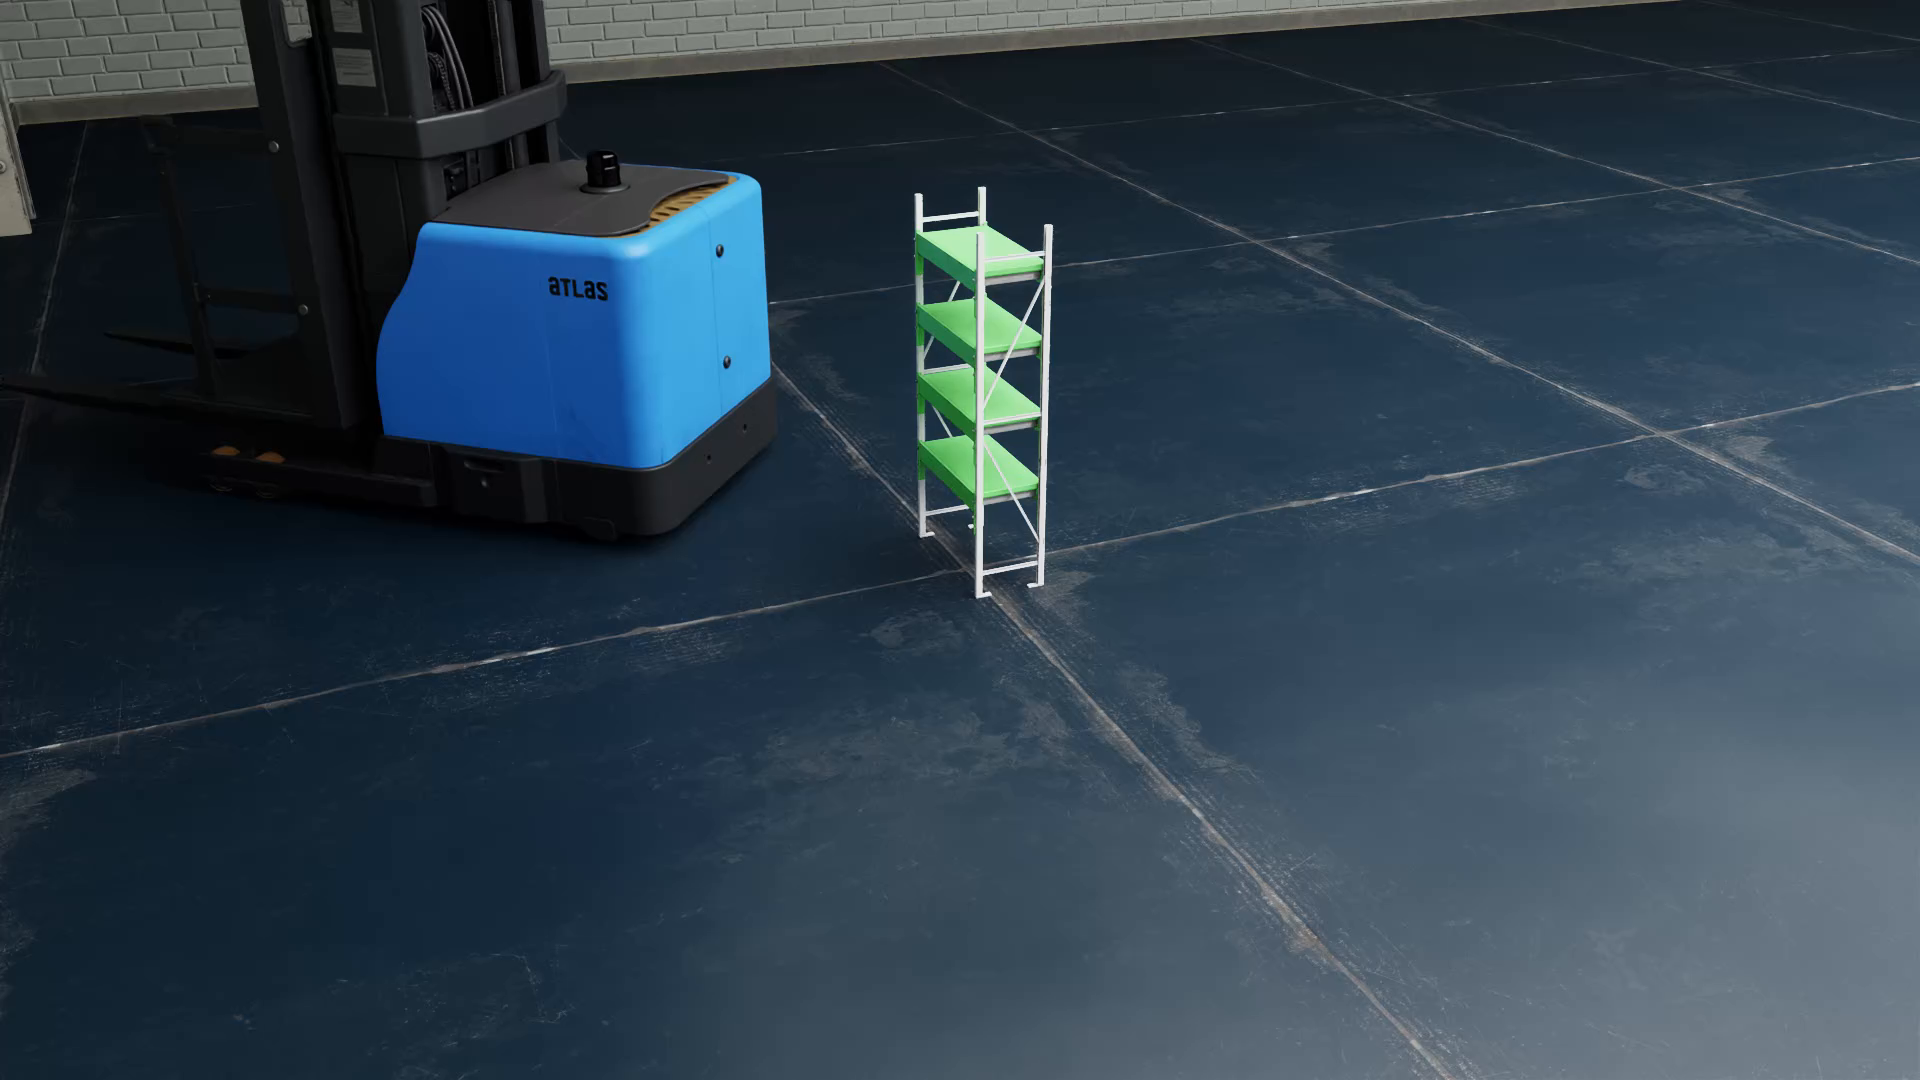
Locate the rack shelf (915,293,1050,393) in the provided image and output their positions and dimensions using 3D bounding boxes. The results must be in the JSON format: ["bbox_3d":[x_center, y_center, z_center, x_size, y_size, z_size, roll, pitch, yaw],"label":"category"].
[{"bbox_3d":[0.065,-0.631,5.273,0.258,0.148,0.480,-11,28,-21],"label":"rack shelf"}]

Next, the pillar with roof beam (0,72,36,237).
[{"bbox_3d":[-1.416,-6.539,8.886,9.100,9.000,0.400,-11,28,-21],"label":"pillar with roof beam"}]

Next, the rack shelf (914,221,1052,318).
[{"bbox_3d":[0.065,-0.846,5.167,0.258,0.148,0.480,-11,28,-21],"label":"rack shelf"}]

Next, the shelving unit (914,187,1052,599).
[{"bbox_3d":[0.065,-0.472,5.350,0.258,1.200,0.503,-11,28,-21],"label":"shelving unit"}]

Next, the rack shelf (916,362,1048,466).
[{"bbox_3d":[0.065,-0.415,5.378,0.258,0.148,0.480,-11,28,-21],"label":"rack shelf"}]

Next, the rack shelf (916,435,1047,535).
[{"bbox_3d":[0.065,-0.199,5.483,0.258,0.148,0.480,-11,28,-21],"label":"rack shelf"}]

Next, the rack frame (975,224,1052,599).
[{"bbox_3d":[0.160,-0.374,5.148,0.240,1.200,0.015,-11,28,-21],"label":"rack frame"}]

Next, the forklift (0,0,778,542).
[{"bbox_3d":[-2.279,-1.677,5.845,3.031,2.935,1.130,8,27,16],"label":"forklift"}]

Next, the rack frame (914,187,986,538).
[{"bbox_3d":[-0.031,-0.571,5.552,0.240,1.200,0.015,-11,28,-21],"label":"rack frame"}]
